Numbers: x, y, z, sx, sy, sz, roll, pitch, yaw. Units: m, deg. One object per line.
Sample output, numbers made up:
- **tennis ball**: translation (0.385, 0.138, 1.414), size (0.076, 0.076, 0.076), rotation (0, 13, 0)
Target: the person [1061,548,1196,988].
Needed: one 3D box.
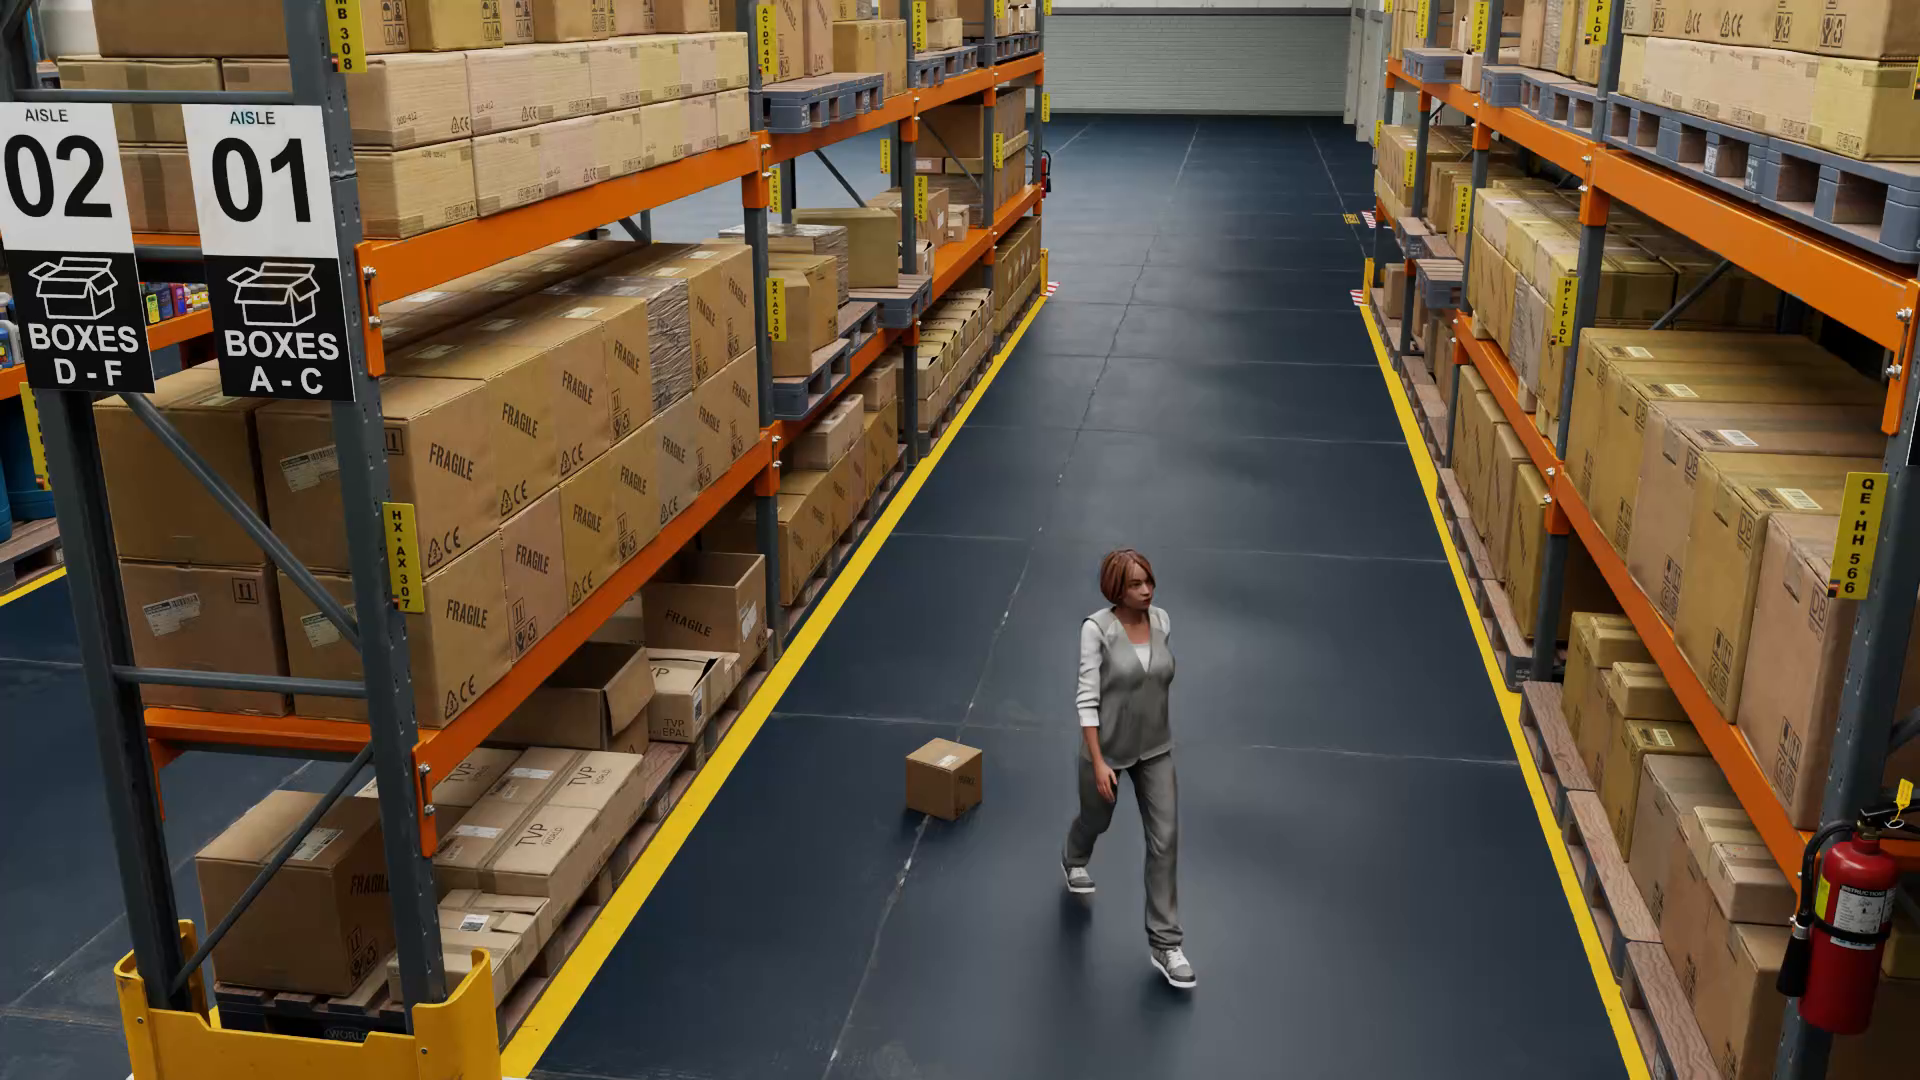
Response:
- **person**: translation (0.616, 0.781, 6.174), size (0.410, 1.539, 0.939), rotation (-5, 19, -15)
